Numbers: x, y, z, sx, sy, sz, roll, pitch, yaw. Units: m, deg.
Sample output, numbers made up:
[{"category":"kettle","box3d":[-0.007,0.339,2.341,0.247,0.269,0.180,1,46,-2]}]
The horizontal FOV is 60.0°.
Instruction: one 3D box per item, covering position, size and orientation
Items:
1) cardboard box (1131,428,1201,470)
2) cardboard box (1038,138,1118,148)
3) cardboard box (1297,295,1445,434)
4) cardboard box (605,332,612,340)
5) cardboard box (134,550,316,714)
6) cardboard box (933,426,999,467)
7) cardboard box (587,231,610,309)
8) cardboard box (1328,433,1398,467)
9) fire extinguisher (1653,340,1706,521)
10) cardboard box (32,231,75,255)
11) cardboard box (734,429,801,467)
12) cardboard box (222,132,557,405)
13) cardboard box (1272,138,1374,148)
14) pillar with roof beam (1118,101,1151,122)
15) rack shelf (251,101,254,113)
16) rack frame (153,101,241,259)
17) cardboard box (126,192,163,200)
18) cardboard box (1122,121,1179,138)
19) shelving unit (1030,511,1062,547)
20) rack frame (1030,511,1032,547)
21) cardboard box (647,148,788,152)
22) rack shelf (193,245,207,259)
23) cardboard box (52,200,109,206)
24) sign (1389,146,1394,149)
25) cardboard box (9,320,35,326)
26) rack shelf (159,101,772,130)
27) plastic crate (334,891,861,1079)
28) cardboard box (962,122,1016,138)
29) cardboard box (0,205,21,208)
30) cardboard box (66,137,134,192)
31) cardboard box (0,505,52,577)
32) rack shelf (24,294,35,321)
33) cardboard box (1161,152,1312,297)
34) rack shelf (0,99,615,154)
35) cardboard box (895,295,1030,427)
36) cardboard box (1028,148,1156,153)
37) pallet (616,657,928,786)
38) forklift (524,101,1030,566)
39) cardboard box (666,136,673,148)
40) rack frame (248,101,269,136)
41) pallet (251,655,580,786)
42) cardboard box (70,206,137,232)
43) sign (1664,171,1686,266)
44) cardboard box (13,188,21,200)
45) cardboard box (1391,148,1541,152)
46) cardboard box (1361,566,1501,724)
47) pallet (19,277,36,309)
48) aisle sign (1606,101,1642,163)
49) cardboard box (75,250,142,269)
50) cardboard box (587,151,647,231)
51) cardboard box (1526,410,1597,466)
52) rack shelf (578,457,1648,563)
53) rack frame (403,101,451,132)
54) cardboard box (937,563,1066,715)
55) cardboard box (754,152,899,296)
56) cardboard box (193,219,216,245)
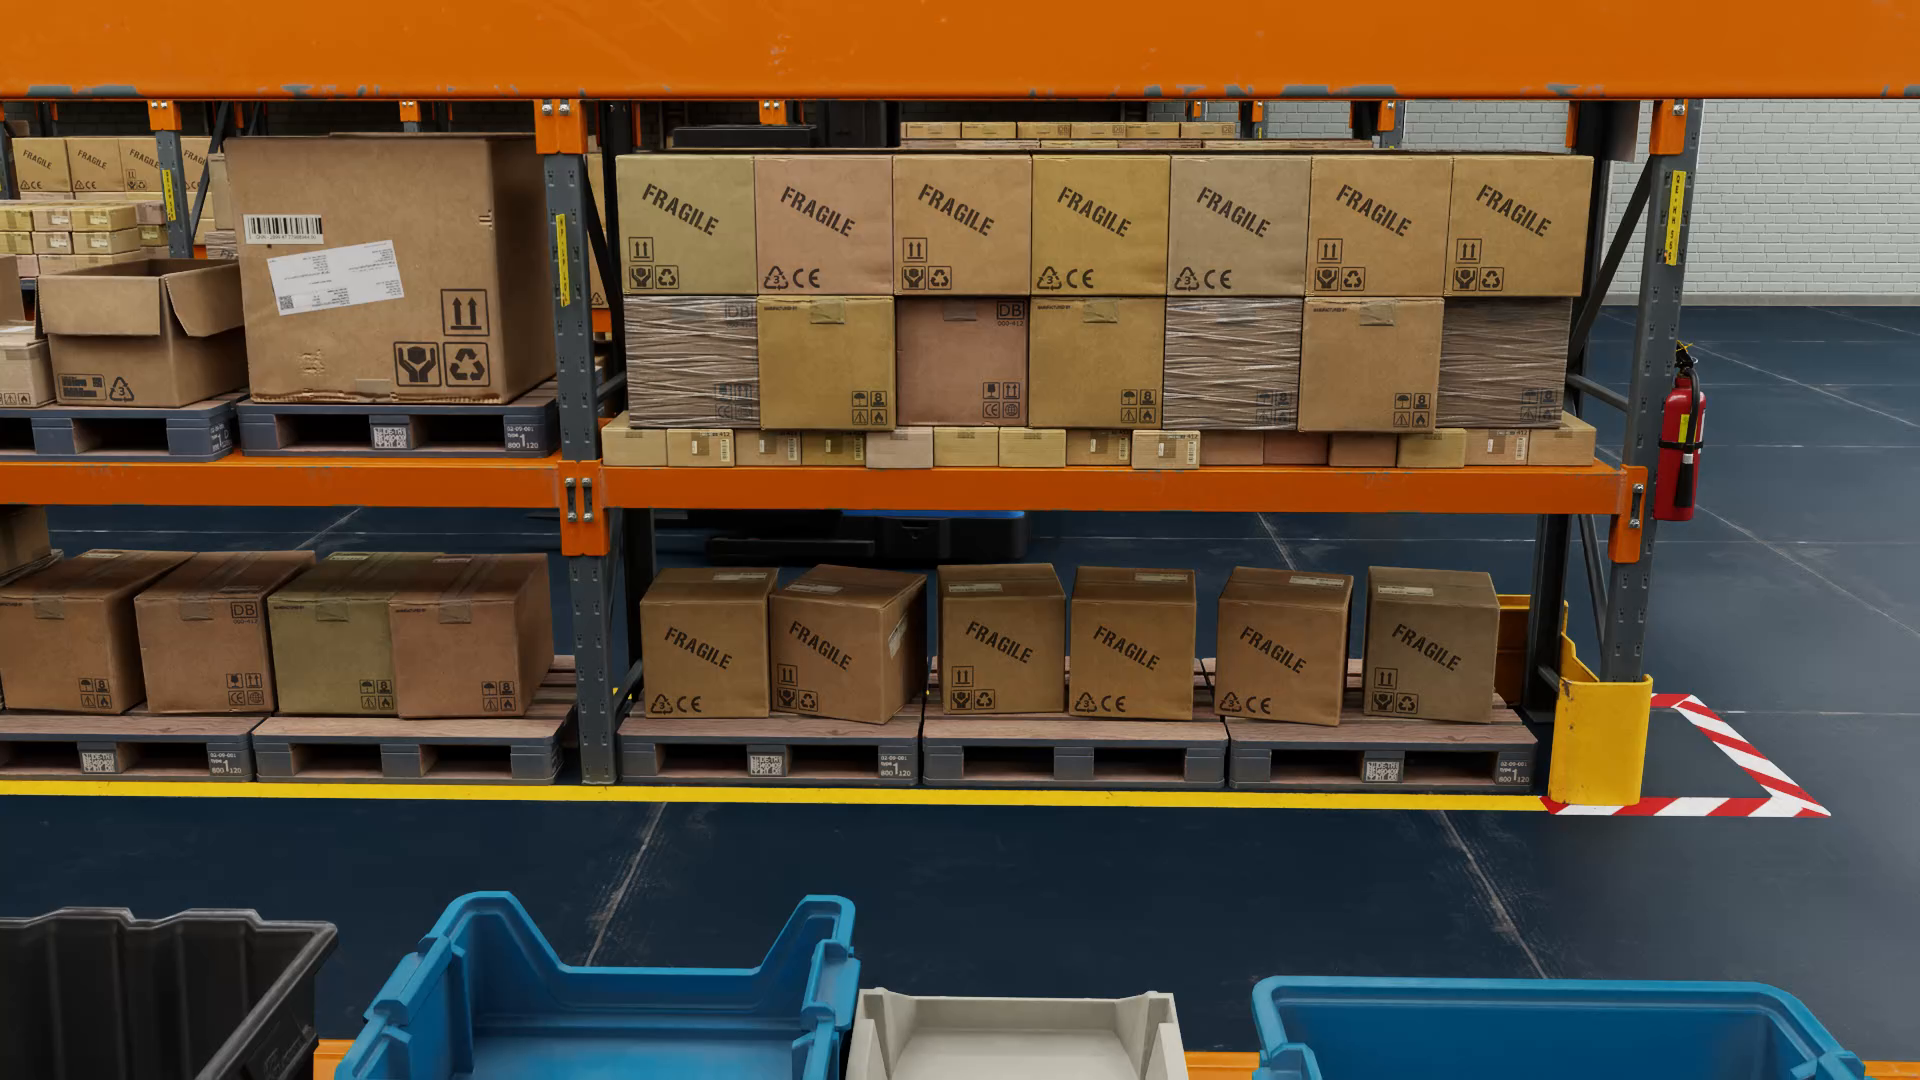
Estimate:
[{"category":"cardboard box","box3d":[0.777,-0.381,6.397,0.250,0.149,0.380,0,15,1]},{"category":"cardboard box","box3d":[0.785,-2.430,11.260,0.500,0.550,0.875,0,15,1]},{"category":"cardboard box","box3d":[1.517,-0.746,6.507,0.500,0.500,0.875,0,15,1]},{"category":"cardboard box","box3d":[-3.115,-2.067,16.621,0.625,0.372,0.950,1,15,3]},{"category":"cardboard box","box3d":[-3.079,0.379,7.062,0.500,0.500,0.700,-1,15,-3]},{"category":"cardboard box","box3d":[0.028,-0.395,6.449,0.250,0.149,0.380,0,15,1]},{"category":"cardboard box","box3d":[-2.236,-1.847,11.266,0.500,0.500,0.500,0,15,1]},{"category":"cardboard box","box3d":[1.528,-0.394,6.445,0.250,0.149,0.380,0,15,1]},{"category":"fire extinguisher","box3d":[2.672,-0.415,6.183,0.183,0.674,0.296,0,15,1]},{"category":"cardboard box","box3d":[-5.973,-2.000,11.128,0.250,0.149,0.380,1,15,4]},{"category":"cardboard box","box3d":[-0.722,-0.397,6.458,0.250,0.149,0.380,0,15,1]},{"category":"cardboard box","box3d":[-2.220,-1.130,6.745,1.000,1.000,1.000,0,15,2]},{"category":"cardboard box","box3d":[2.427,-2.441,11.303,0.550,0.550,0.875,0,15,1]},{"category":"pillar with roof beam","box3d":[2.162,-6.401,16.960,0.400,9.000,9.100,0,15,1]},{"category":"rack shelf","box3d":[-11.050,-5.557,21.053,4.000,0.370,1.077,0,15,1]},{"category":"rack frame","box3d":[-5.201,-1.887,11.611,0.127,3.000,1.000,0,15,1]},{"category":"cardboard box","box3d":[-7.716,-3.264,16.145,0.500,0.250,0.500,1,15,2]},{"category":"cardboard box","box3d":[1.800,-3.726,15.844,0.500,0.500,0.700,1,15,2]},{"category":"shelving unit","box3d":[0.530,-0.568,10.140,0.189,1.200,0.258,1,15,4]},{"category":"rack frame","box3d":[0.439,-0.570,10.147,0.006,1.200,0.240,1,15,4]},{"category":"cardboard box","box3d":[-0.973,-1.339,6.797,0.500,0.500,0.500,0,15,1]},{"category":"rack shelf","box3d":[-7.175,-2.815,16.539,4.000,0.370,1.077,0,15,1]},{"category":"cardboard box","box3d":[-6.172,-2.312,11.727,0.250,0.149,0.380,0,15,1]},{"category":"sign","box3d":[2.769,-2.371,10.711,0.005,0.325,0.100,0,15,1]},{"category":"cardboard box","box3d":[-3.755,-0.818,7.003,0.258,0.266,0.396,0,15,0]},{"category":"rack shelf","box3d":[-3.201,-2.976,11.271,4.000,0.370,1.077,0,15,1]},{"category":"plastic crate","box3d":[-0.443,0.677,2.187,0.616,0.251,0.499,0,15,1]},{"category":"cardboard box","box3d":[0.269,-3.722,15.828,0.500,0.500,0.700,0,15,0]},{"category":"cardboard box","box3d":[-6.482,-2.147,11.100,0.250,0.149,0.380,1,15,3]},{"category":"cardboard box","box3d":[-8.232,-3.635,16.082,0.500,0.500,0.500,0,15,1]},{"category":"cardboard box","box3d":[-4.227,0.009,6.995,0.500,0.250,0.500,2,15,8]},{"category":"rack shelf","box3d":[-7.200,-1.552,11.752,4.000,0.370,1.077,0,15,1]},{"category":"cardboard box","box3d":[1.013,-1.192,6.240,0.500,0.500,0.500,0,15,1]},{"category":"rack shelf","box3d":[-3.429,-1.712,6.479,4.000,0.370,1.077,0,15,1]},{"category":"cardboard box","box3d":[0.020,-0.780,6.637,0.500,0.500,0.875,0,15,1]},{"category":"cardboard box","box3d":[0.527,-1.329,6.757,0.500,0.500,0.500,0,15,1]},{"category":"pallet","box3d":[-0.758,0.747,7.094,1.213,0.211,1.003,0,15,1]},{"category":"forklift","box3d":[-1.092,-1.400,9.899,3.031,2.935,1.130,1,15,4]},{"category":"cardboard box","box3d":[-2.726,-3.907,16.393,0.250,0.149,0.380,1,15,5]},{"category":"rack frame","box3d":[-9.051,-4.442,21.295,0.127,3.000,1.000,0,15,1]},{"category":"pallet","box3d":[-2.208,0.747,7.094,1.213,0.211,1.003,0,15,1]},{"category":"cardboard box","box3d":[-5.703,-2.142,11.082,0.250,0.149,0.380,0,15,-1]},{"category":"sign","box3d":[2.535,-1.142,5.898,0.005,0.325,0.100,0,15,1]},{"category":"cardboard box","box3d":[-9.637,-3.294,16.749,0.500,0.500,0.500,1,15,3]},{"category":"cardboard box","box3d":[2.026,-1.319,6.720,0.500,0.500,0.500,0,15,1]},{"category":"cardboard box","box3d":[1.945,0.427,6.918,0.500,0.500,0.500,3,15,12]},{"category":"pallet","box3d":[-5.916,-1.771,11.550,1.003,0.211,1.213,0,15,1]},{"category":"aisle sign","box3d":[2.639,-1.903,6.578,0.004,0.787,0.394,0,15,1]},{"category":"cardboard box","box3d":[-5.706,-1.854,11.157,0.250,0.149,0.380,1,15,2]},{"category":"cardboard box","box3d":[-2.213,-2.397,11.389,0.500,0.500,0.700,0,15,0]},{"category":"cardboard box","box3d":[2.279,-0.398,6.461,0.250,0.149,0.380,0,15,1]},{"category":"rack shelf","box3d":[0.570,-0.235,6.763,4.000,0.370,1.077,0,15,1]},{"category":"rack frame","box3d":[-5.175,-3.150,16.398,0.127,3.000,1.000,0,15,1]},{"category":"cardboard box","box3d":[0.164,0.408,6.991,0.500,0.500,0.500,-1,15,-4]},{"category":"cardboard box","box3d":[-0.487,-1.201,6.274,0.500,0.500,0.500,0,15,1]},{"category":"cardboard box","box3d":[-7.212,-3.017,16.189,0.500,0.250,0.500,0,15,1]}]
